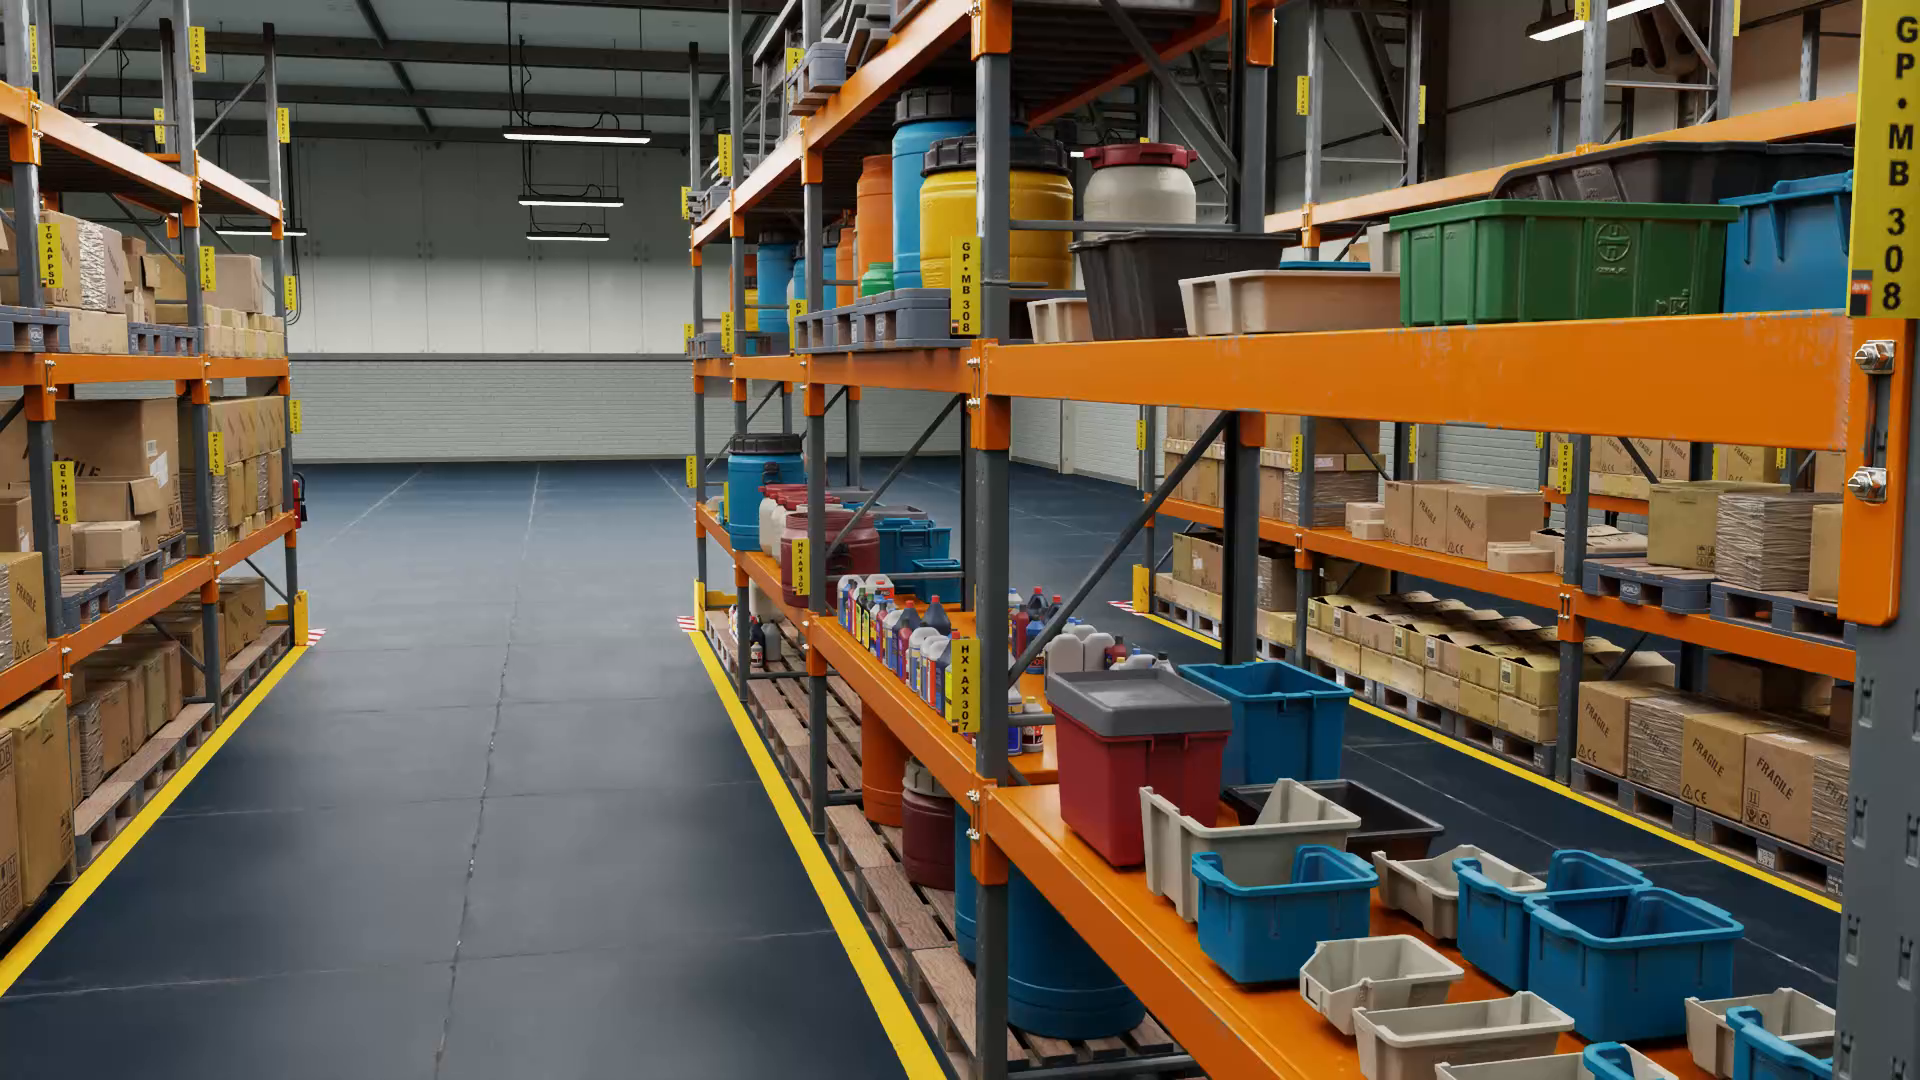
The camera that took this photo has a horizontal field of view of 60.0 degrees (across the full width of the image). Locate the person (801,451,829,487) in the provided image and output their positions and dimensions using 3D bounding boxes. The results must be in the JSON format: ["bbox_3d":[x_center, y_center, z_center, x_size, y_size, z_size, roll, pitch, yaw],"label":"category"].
[{"bbox_3d":[-1.698,-0.120,18.822,0.598,1.781,0.658,3,7,24],"label":"person"}]
